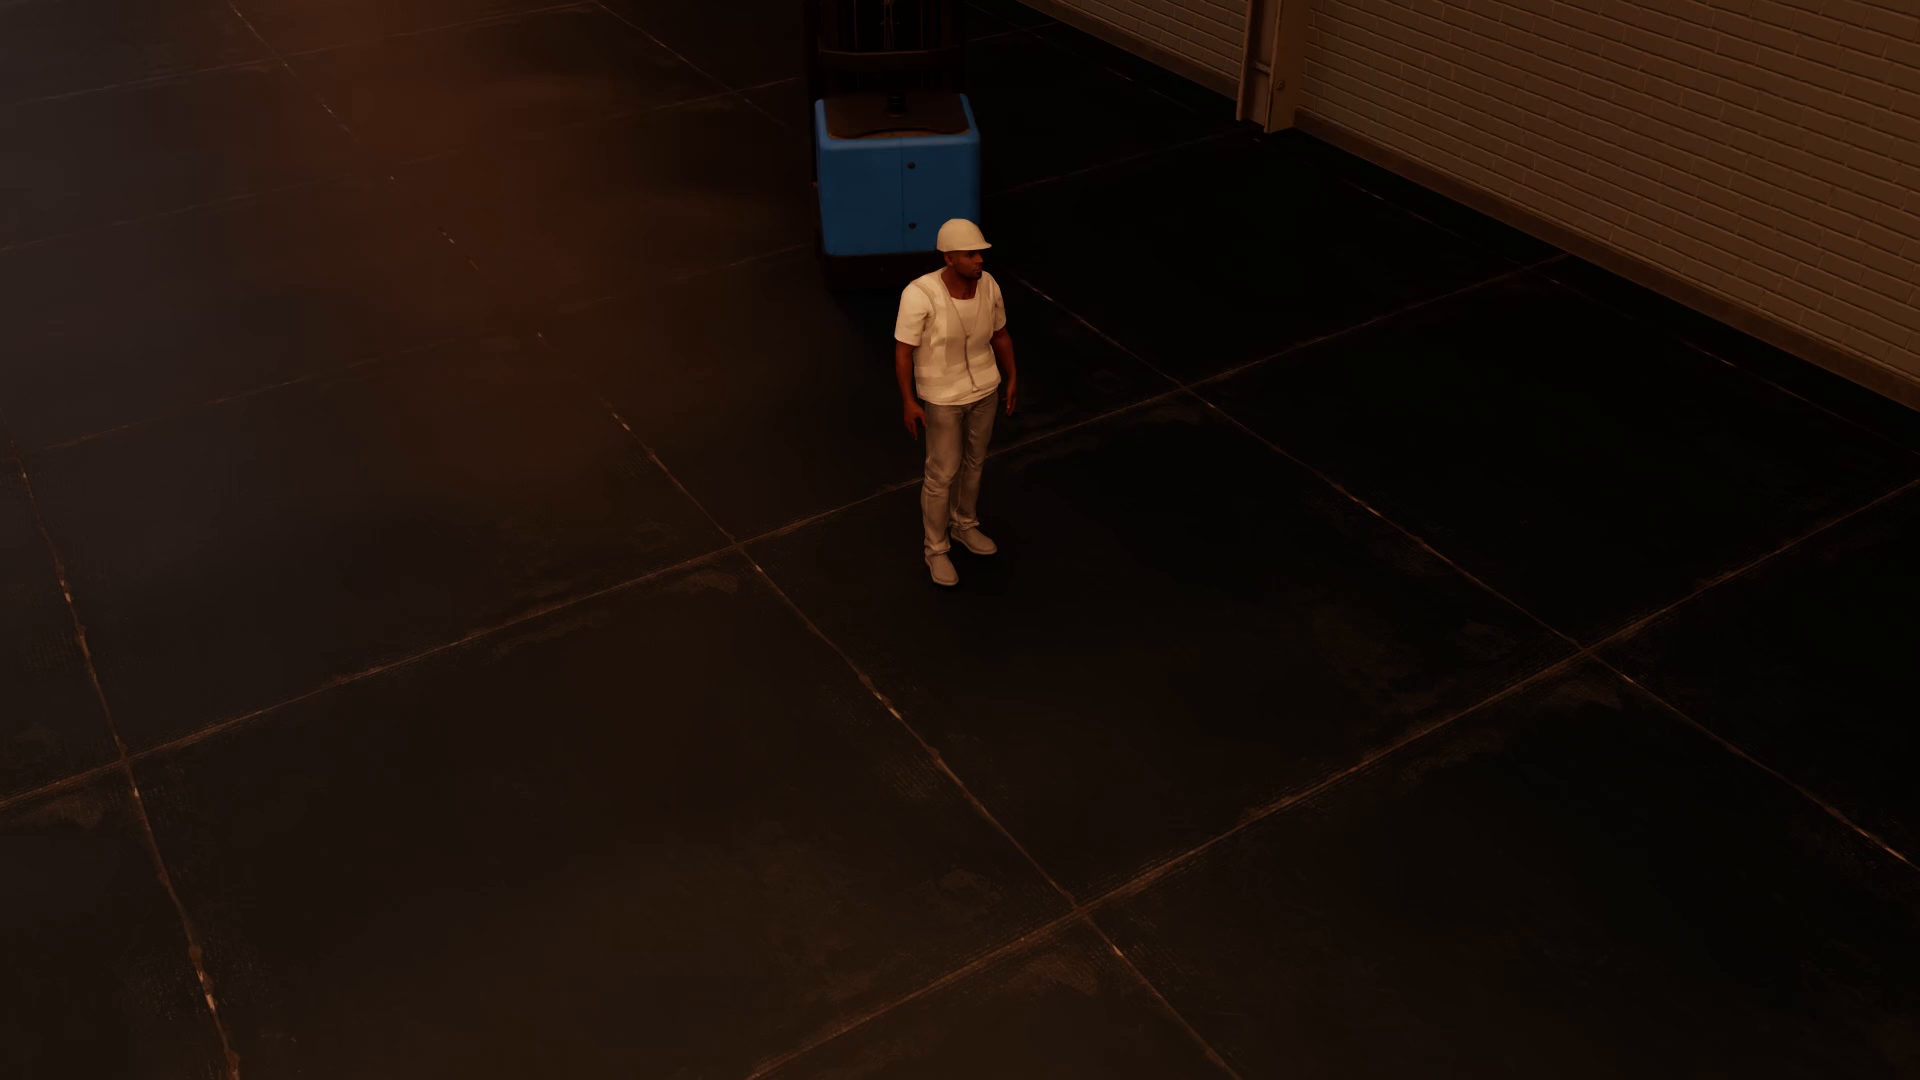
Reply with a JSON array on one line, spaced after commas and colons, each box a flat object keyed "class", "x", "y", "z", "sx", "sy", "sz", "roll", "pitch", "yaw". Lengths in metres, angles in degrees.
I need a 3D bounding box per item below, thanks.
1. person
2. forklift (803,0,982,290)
[{"class": "person", "x": 0.032, "y": -0.693, "z": 8.135, "sx": 0.665, "sy": 1.765, "sz": 0.577, "roll": -21, "pitch": 40, "yaw": -27}, {"class": "forklift", "x": -0.536, "y": -3.673, "z": 11.375, "sx": 1.130, "sy": 2.935, "sz": 3.031, "roll": -4, "pitch": 35, "yaw": -5}]
